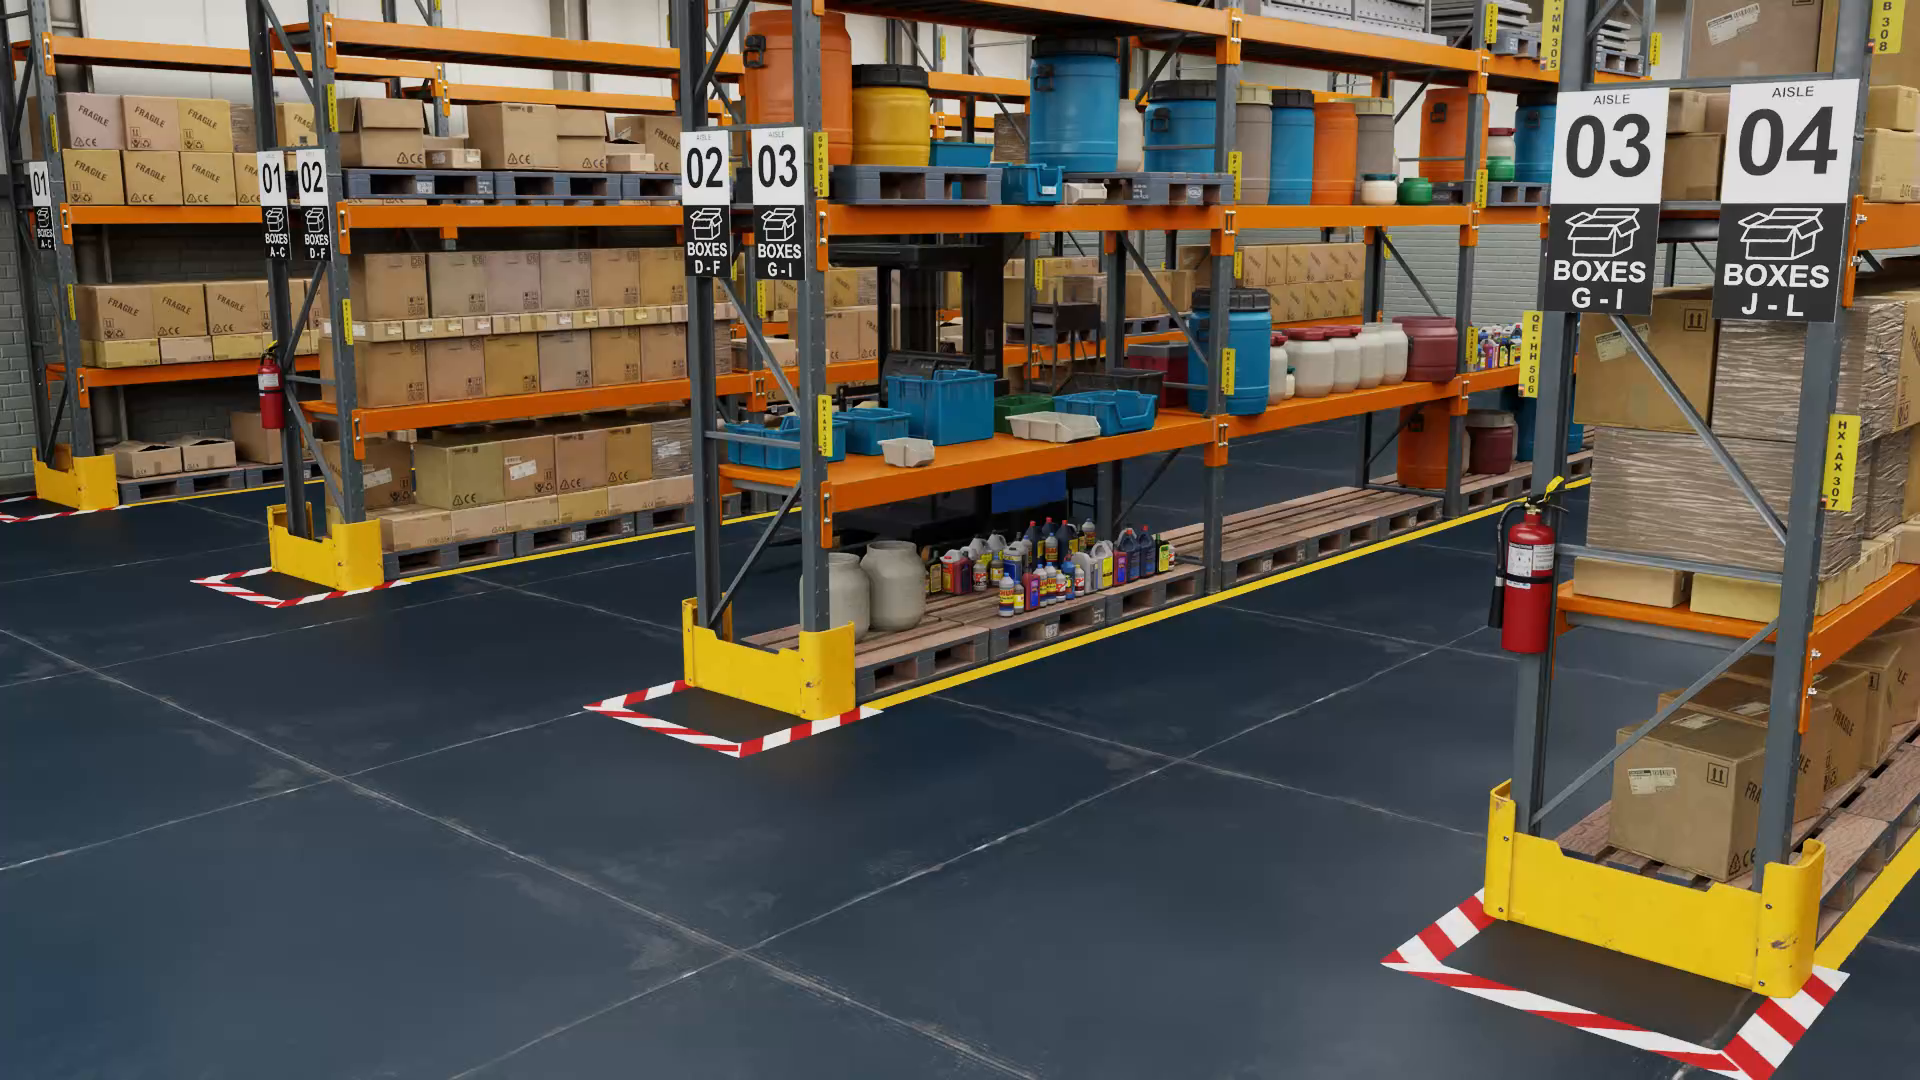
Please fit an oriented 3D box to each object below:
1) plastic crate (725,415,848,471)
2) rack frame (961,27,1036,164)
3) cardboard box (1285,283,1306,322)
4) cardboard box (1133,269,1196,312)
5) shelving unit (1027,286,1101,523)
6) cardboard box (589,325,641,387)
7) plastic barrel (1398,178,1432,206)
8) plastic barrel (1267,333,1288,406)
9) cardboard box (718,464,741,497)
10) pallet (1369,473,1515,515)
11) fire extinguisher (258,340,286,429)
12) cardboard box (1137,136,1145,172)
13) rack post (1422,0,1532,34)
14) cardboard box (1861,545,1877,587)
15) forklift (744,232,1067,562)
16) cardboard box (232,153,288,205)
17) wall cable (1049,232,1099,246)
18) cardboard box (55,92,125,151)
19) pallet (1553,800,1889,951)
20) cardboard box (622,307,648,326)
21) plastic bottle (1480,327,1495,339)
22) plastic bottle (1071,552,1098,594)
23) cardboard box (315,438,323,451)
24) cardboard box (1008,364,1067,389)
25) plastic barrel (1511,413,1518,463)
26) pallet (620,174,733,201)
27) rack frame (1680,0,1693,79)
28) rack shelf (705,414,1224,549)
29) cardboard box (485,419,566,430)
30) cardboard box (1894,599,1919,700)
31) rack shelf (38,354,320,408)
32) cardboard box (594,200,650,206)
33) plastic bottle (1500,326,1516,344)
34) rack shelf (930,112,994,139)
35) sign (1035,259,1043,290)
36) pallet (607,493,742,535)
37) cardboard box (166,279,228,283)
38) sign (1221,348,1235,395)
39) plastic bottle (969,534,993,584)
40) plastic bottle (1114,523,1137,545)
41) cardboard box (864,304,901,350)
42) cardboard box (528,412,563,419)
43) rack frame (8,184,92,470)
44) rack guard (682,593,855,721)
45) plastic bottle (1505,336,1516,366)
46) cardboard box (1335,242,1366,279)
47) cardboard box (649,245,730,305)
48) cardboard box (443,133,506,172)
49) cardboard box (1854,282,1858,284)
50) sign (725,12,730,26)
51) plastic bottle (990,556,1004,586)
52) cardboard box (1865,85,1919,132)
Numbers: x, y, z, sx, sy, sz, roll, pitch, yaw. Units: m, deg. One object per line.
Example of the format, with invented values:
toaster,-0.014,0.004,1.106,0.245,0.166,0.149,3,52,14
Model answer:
plastic crate,-1.028,-0.589,9.881,0.499,0.251,0.616,10,15,40
rack frame,0.429,-5.309,17.818,1.000,3.000,0.127,10,15,40
cardboard box,4.278,-3.194,22.288,0.500,0.500,0.500,10,15,40
cardboard box,2.589,-3.170,21.097,0.700,0.500,0.500,4,12,21
shelving unit,0.919,-1.187,14.794,0.503,2.100,0.431,-8,14,-33
cardboard box,-3.177,-1.610,14.359,0.700,0.500,0.500,10,15,41
plastic barrel,4.023,-3.078,14.703,0.294,0.245,0.294,0,11,0
plastic barrel,2.303,-1.317,12.800,0.433,0.535,0.433,0,11,0
cardboard box,-2.353,-0.540,15.205,0.500,0.250,0.500,10,15,40
pallet,4.637,-0.480,16.078,1.003,0.211,1.213,10,15,40
fire extinguisher,-5.279,-1.195,12.734,0.296,0.674,0.183,10,15,40
cardboard box,1.803,-4.470,19.690,0.600,0.600,0.600,9,14,38
rack post,4.595,-4.743,15.177,0.954,0.300,0.937,10,15,40
cardboard box,3.459,0.094,6.722,0.380,0.149,0.250,10,15,40
forklift,-0.416,-1.345,13.460,1.130,2.935,3.031,10,15,40
cardboard box,-7.108,-3.610,16.662,0.500,0.500,0.500,11,16,44
wall cable,2.121,-4.993,28.959,0.084,1.984,1.851,10,15,40
cardboard box,-8.139,-3.876,15.440,0.500,0.500,0.500,8,14,36
pallet,3.200,1.332,7.002,1.003,0.211,1.213,10,15,40
cardboard box,-2.903,-1.929,14.299,0.380,0.149,0.250,10,15,40
plastic bottle,5.432,-2.065,17.208,0.152,0.276,0.135,10,15,40
plastic bottle,0.848,0.213,11.317,0.152,0.276,0.135,10,15,41
cardboard box,-7.006,-1.004,17.734,0.380,0.149,0.250,8,14,36
cardboard box,0.904,-1.902,19.419,0.500,0.250,0.500,11,15,42
plastic barrel,5.509,-1.047,17.077,0.421,0.512,0.421,0,11,0
pallet,-2.755,-3.078,14.529,1.003,0.211,1.213,10,15,40
rack frame,9.428,-5.845,20.502,1.000,3.000,0.127,10,15,40
rack shelf,0.187,-0.491,10.848,1.077,0.370,4.000,10,15,40
cardboard box,-3.741,-0.756,14.369,0.500,0.500,0.500,10,15,40
cardboard box,4.933,0.576,8.979,0.500,0.500,0.500,9,15,39
rack shelf,-7.255,-1.772,17.261,1.077,0.370,4.000,10,15,40
cardboard box,-4.220,-4.360,20.409,0.637,0.503,0.797,-10,15,-40
plastic bottle,5.699,-2.079,17.281,0.152,0.276,0.135,10,15,40
rack shelf,0.666,-6.283,25.552,1.077,0.370,4.000,10,15,40
sign,0.848,-2.864,17.936,0.100,0.325,0.005,10,15,40
pallet,-2.768,-0.300,15.174,1.003,0.211,1.213,10,15,40
cardboard box,-7.746,-2.381,16.889,0.500,0.500,0.500,9,15,39
sign,1.913,-1.201,11.859,0.100,0.325,0.005,10,15,40
plastic bottle,0.135,0.128,11.552,0.144,0.351,0.185,11,15,43
plastic bottle,1.190,0.059,11.899,0.144,0.351,0.185,10,15,40
cardboard box,-0.666,-2.168,17.150,0.500,0.500,0.500,9,14,37
cardboard box,-5.158,-1.602,19.831,0.700,0.500,0.500,9,15,39
rack frame,-8.575,-1.830,15.717,1.000,3.000,0.127,10,15,40
rack guard,-1.119,0.659,9.635,1.175,0.500,0.348,10,15,40
plastic bottle,5.256,-1.807,15.898,0.061,0.283,0.133,10,15,40
cardboard box,5.623,-3.983,23.685,0.500,0.500,0.500,10,15,40
cardboard box,-2.499,-2.398,14.992,0.700,0.500,0.500,10,15,41
cardboard box,-3.923,-3.178,13.602,0.500,0.311,0.500,-10,15,-41
cardboard box,3.758,-0.927,7.628,0.500,0.500,0.500,10,15,40
sign,-2.880,-6.377,20.579,0.100,0.325,0.005,10,15,40
plastic bottle,0.254,0.210,11.520,0.097,0.201,0.097,0,11,0
cardboard box,3.186,-1.538,5.961,0.380,0.149,0.250,10,15,42
